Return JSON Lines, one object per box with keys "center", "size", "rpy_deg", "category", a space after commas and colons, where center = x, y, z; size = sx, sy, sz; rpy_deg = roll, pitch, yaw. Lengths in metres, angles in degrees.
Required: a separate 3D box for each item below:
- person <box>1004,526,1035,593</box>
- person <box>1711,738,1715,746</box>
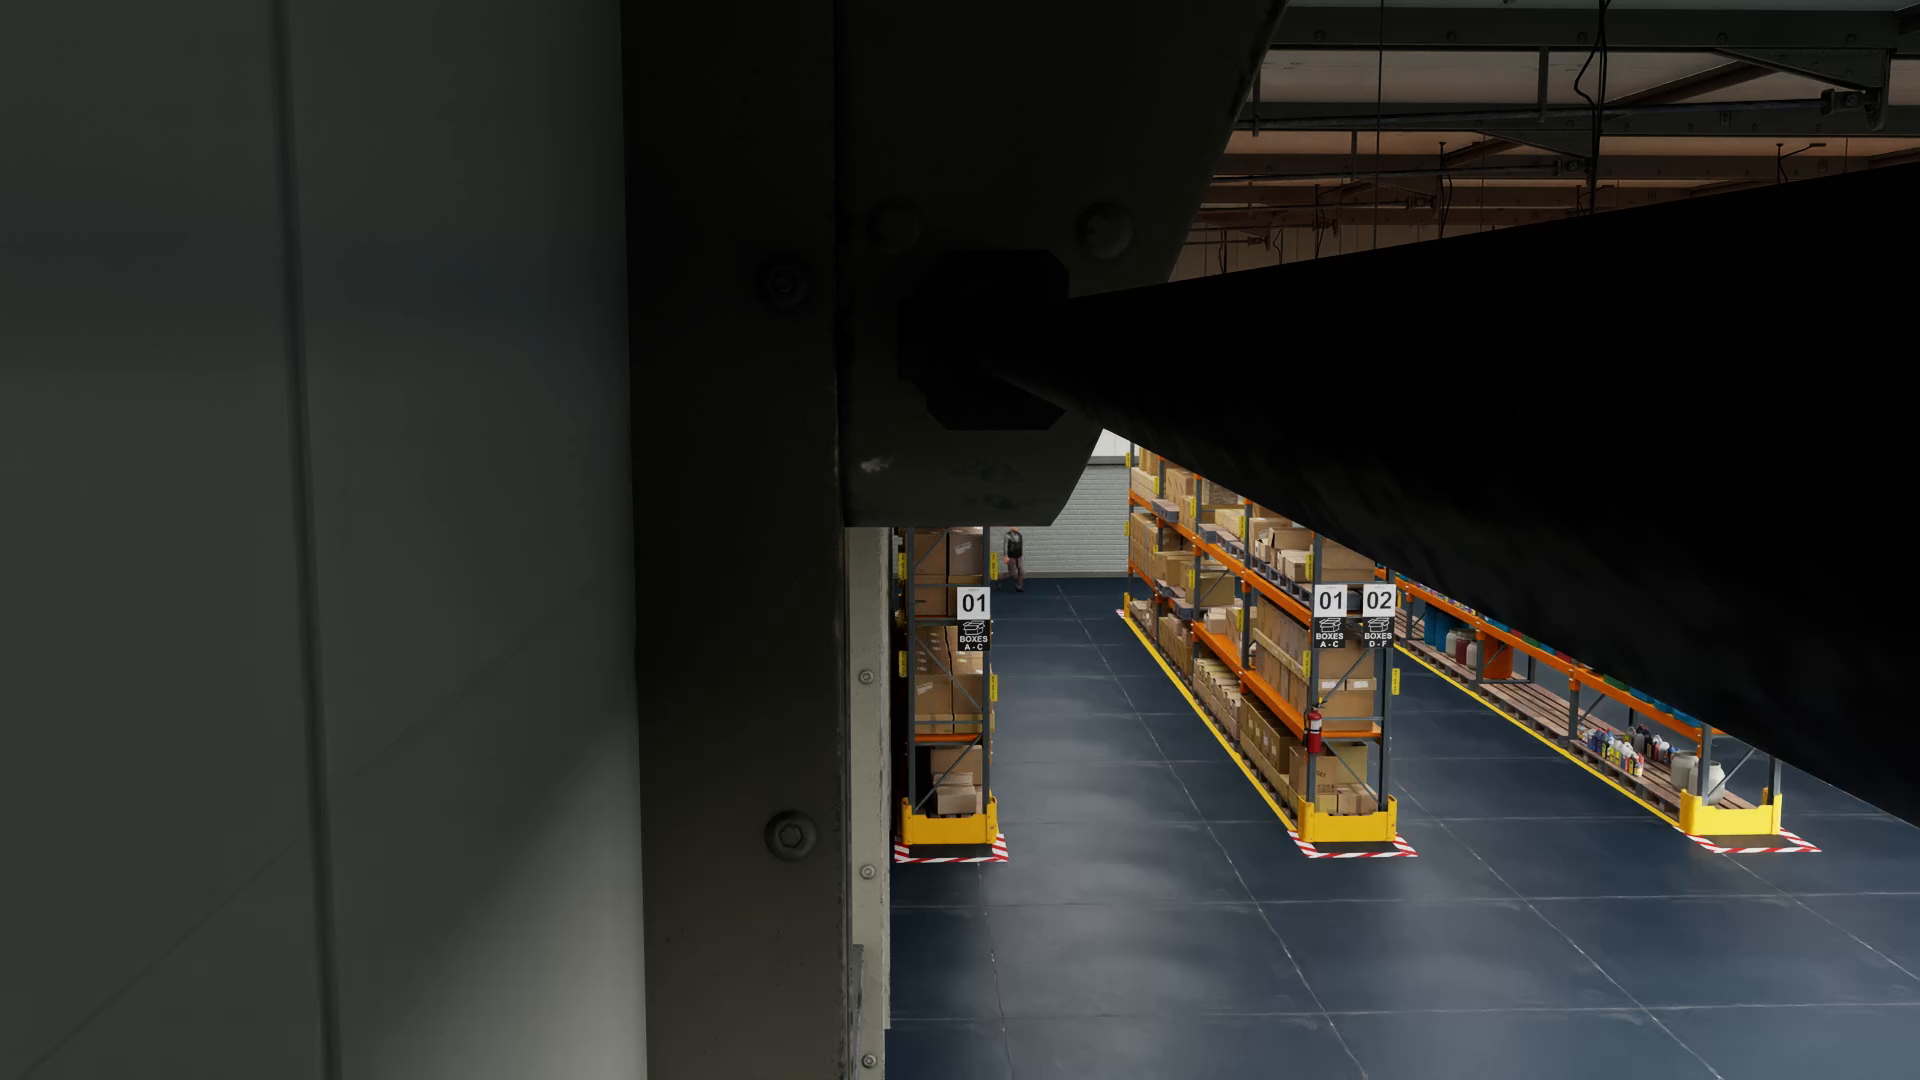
{"center": [1.429, 0.435, 39.582], "size": [0.677, 1.690, 0.570], "rpy_deg": [5, 9, 32], "category": "person"}
{"center": [11.411, 2.266, 25.364], "size": [0.516, 1.674, 0.568], "rpy_deg": [6, 10, 40], "category": "person"}
